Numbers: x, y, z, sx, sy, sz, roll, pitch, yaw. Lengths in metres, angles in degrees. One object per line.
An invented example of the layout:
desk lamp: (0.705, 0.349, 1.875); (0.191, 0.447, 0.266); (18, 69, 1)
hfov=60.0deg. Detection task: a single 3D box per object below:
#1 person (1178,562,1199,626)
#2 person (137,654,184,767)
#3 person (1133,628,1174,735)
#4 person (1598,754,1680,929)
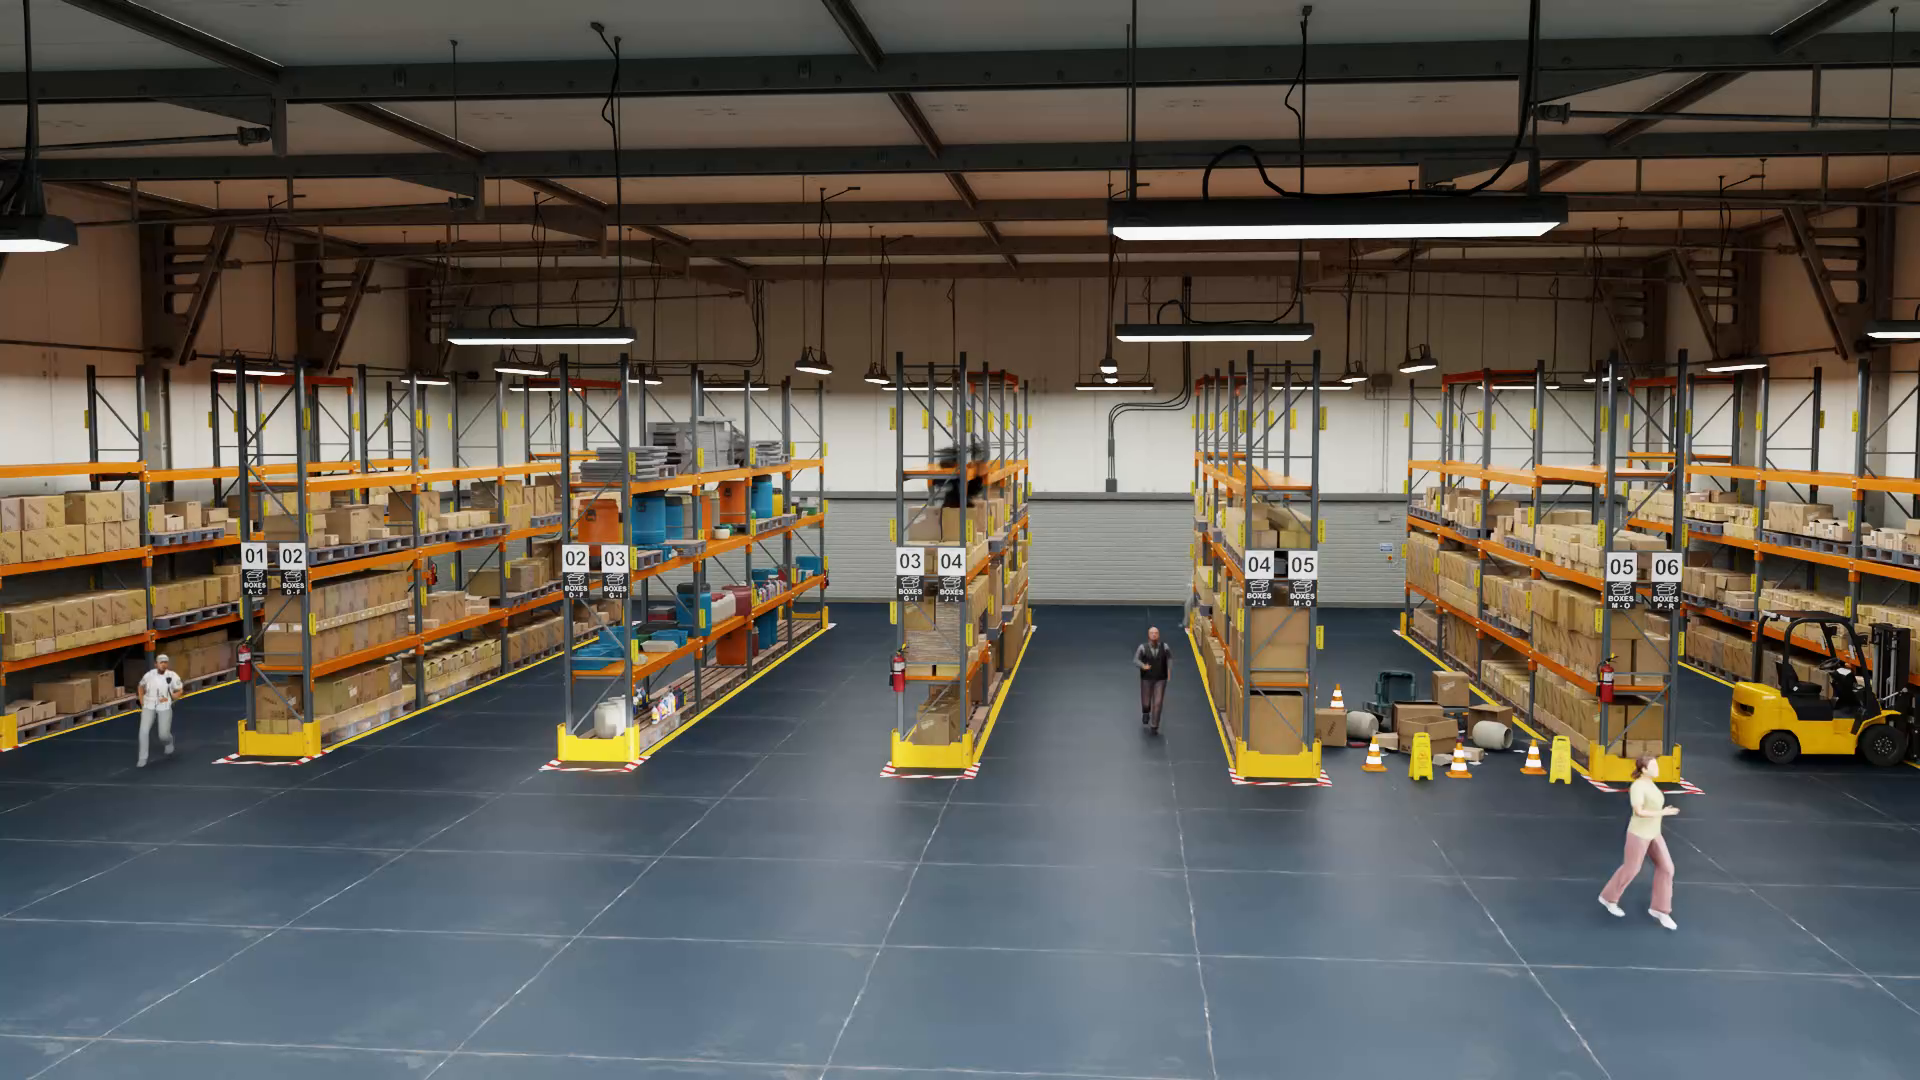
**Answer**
person: (5.773, 1.284, 40.655); (0.821, 1.707, 0.680); (0, 4, -4)
person: (-11.774, 2.486, 24.484); (0.634, 1.614, 0.689); (-1, 4, -16)
person: (3.112, 2.248, 26.765); (0.665, 1.693, 0.775); (0, 4, 2)
person: (6.788, 2.985, 16.582); (0.564, 1.737, 0.755); (-4, 6, -43)
